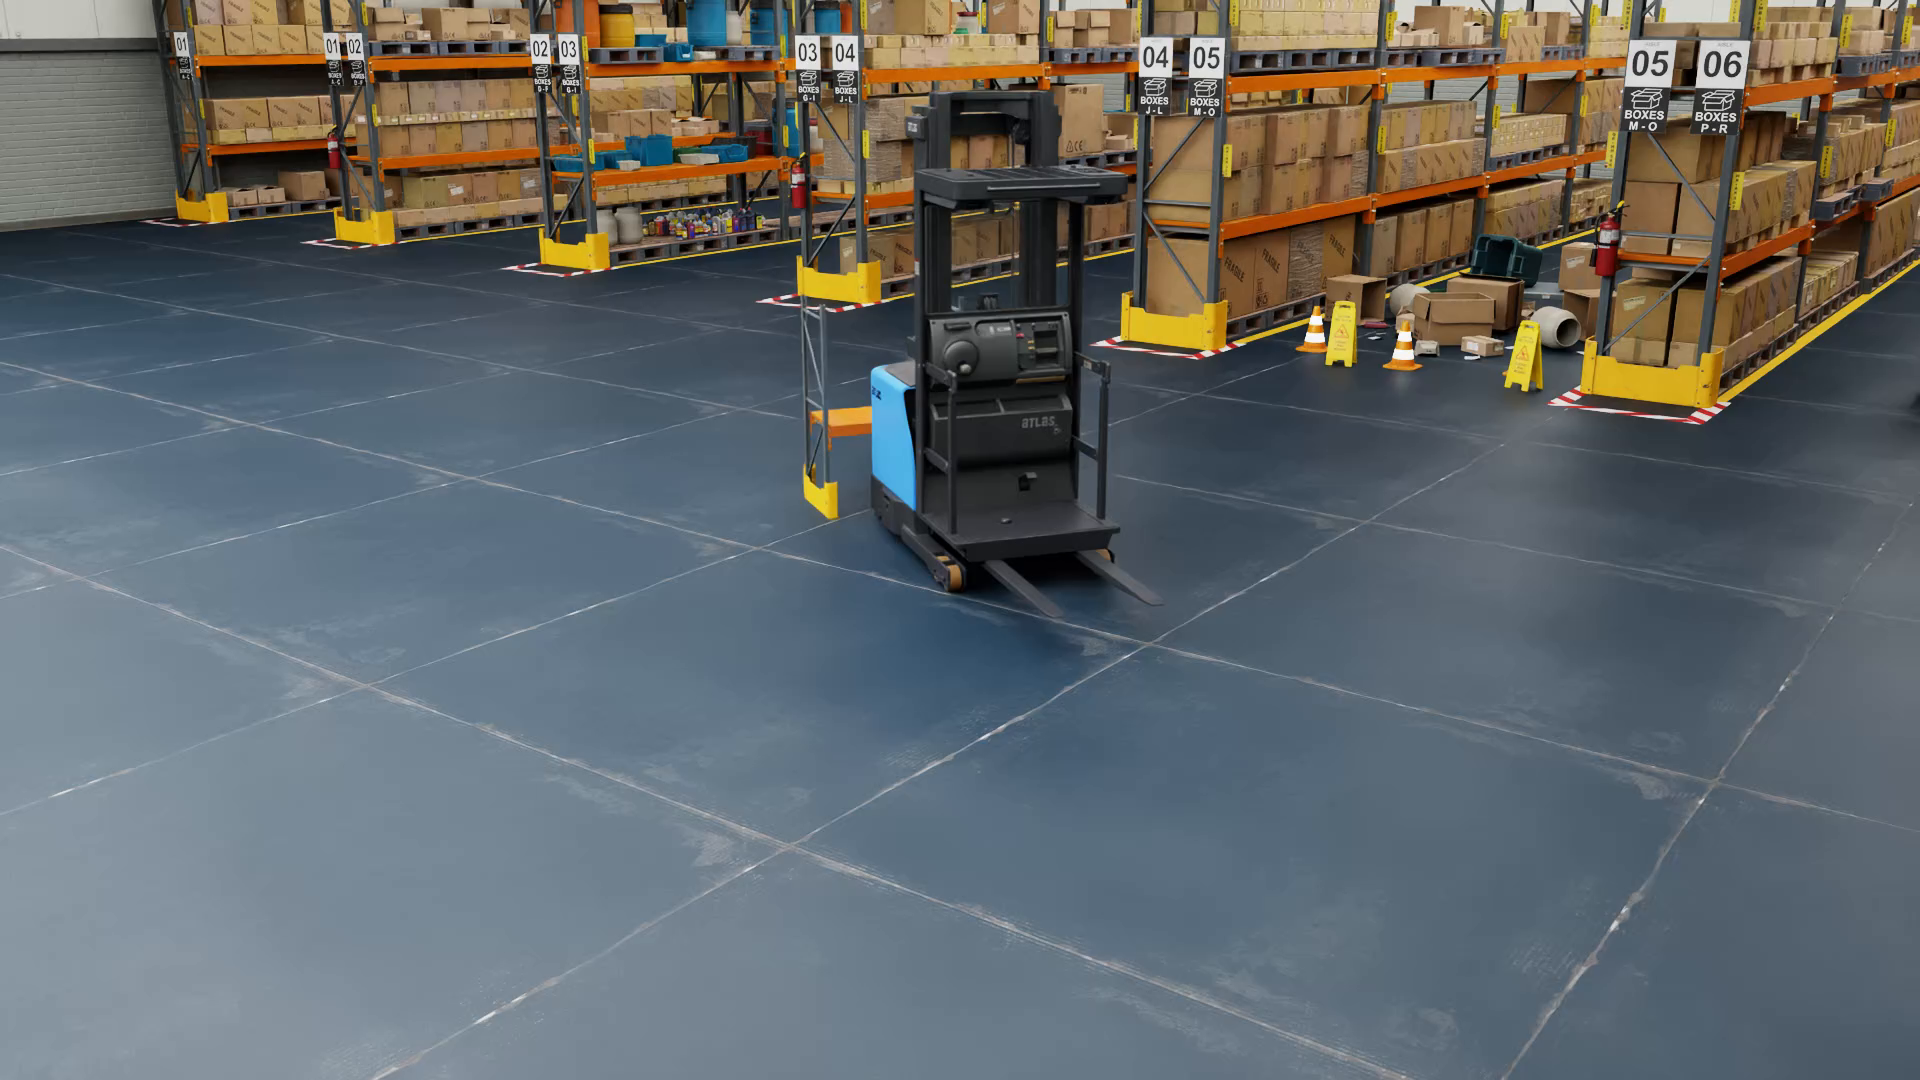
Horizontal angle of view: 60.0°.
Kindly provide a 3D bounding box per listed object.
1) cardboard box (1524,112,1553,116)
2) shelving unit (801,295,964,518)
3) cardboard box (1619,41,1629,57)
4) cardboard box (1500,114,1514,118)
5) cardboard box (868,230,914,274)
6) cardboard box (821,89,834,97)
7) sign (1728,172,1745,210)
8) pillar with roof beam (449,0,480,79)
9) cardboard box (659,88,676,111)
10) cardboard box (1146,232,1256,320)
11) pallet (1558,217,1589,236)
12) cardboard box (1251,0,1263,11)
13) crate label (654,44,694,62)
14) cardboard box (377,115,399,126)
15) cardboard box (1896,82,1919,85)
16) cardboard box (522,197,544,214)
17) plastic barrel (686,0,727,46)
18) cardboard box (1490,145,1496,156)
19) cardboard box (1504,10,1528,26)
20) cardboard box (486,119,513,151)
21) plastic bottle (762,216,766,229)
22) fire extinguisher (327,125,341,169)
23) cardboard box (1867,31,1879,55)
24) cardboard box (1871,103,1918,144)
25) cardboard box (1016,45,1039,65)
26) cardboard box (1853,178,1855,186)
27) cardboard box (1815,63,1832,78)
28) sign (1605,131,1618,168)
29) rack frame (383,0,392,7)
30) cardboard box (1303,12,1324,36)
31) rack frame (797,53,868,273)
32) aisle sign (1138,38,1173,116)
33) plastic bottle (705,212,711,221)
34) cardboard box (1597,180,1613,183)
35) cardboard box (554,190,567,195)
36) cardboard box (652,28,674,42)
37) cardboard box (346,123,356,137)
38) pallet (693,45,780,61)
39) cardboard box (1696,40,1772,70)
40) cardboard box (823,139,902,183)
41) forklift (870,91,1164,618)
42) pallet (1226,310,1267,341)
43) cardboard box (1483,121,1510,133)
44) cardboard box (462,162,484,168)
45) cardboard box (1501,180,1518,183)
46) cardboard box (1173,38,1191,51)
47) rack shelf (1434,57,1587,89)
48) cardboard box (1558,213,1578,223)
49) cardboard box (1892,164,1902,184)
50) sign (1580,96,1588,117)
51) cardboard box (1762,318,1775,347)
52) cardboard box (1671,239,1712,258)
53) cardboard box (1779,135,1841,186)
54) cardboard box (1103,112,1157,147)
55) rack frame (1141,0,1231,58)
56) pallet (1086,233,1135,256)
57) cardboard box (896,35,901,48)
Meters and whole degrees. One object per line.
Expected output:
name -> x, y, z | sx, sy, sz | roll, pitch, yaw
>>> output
cardboard box -> 9.550, -6.810, 27.445 | 0.500, 0.500, 0.500 | 12, 21, 35
shelving unit -> -0.544, -1.012, 11.972 | 1.083, 1.500, 0.587 | -7, 18, -21
cardboard box -> 10.908, -8.245, 27.931 | 0.500, 0.250, 0.500 | 14, 22, 37
cardboard box -> 8.569, -6.679, 26.406 | 0.380, 0.149, 0.250 | 13, 21, 35
cardboard box -> -0.870, -3.798, 21.924 | 0.500, 0.500, 0.500 | -13, 22, -36
cardboard box -> -2.850, -9.282, 35.199 | 0.700, 0.500, 0.500 | 5, 18, 16
sign -> 6.810, -3.064, 14.592 | 0.100, 0.325, 0.005 | 12, 21, 35
pillar with roof beam -> -6.764, -10.976, 31.416 | 9.100, 9.000, 0.400 | 12, 21, 35
cardboard box -> -6.737, -9.903, 37.372 | 0.500, 0.500, 0.500 | 13, 21, 35
cardboard box -> 2.690, -2.956, 18.579 | 0.875, 0.875, 0.875 | 13, 21, 35
pallet -> 9.861, -5.290, 27.921 | 1.003, 0.211, 1.213 | 12, 21, 35
cardboard box -> 2.944, -5.621, 17.432 | 0.380, 0.149, 0.250 | 13, 21, 35
crate label -> -4.181, -7.122, 24.312 | 0.502, 0.251, 0.408 | 12, 21, 35
cardboard box -> -9.131, -6.662, 26.376 | 0.380, 0.149, 0.250 | 12, 21, 34
cardboard box -> 14.872, -7.102, 26.108 | 0.380, 0.149, 0.250 | 13, 21, 35
cardboard box -> -7.561, -5.823, 28.864 | 0.500, 0.250, 0.500 | 12, 21, 35
plastic barrel -> -3.858, -7.980, 25.271 | 0.600, 0.901, 0.708 | 12, 21, 35
cardboard box -> 7.534, -5.654, 24.108 | 0.380, 0.149, 0.250 | 12, 21, 34
cardboard box -> 7.996, -7.586, 24.098 | 0.396, 0.266, 0.258 | 12, 21, 35
cardboard box -> -8.025, -6.897, 28.227 | 0.700, 0.500, 0.500 | 13, 21, 35
plastic bottle -> -3.145, -5.058, 26.449 | 0.097, 0.201, 0.097 | 0, 17, 0
fire extinguisher -> -9.981, -6.266, 26.493 | 0.296, 0.674, 0.183 | 12, 21, 35
cardboard box -> 9.729, -5.450, 18.222 | 0.500, 0.250, 0.500 | 12, 21, 34
cardboard box -> 12.543, -5.611, 22.400 | 0.500, 0.500, 0.500 | 13, 21, 36
cardboard box -> 0.737, -6.656, 22.816 | 0.500, 0.250, 0.500 | 13, 22, 37
cardboard box -> 10.275, -4.230, 19.521 | 0.380, 0.149, 0.250 | 12, 21, 33
cardboard box -> 8.815, -4.882, 17.274 | 0.380, 0.149, 0.250 | 13, 21, 35
sign -> 5.941, -3.553, 15.142 | 0.100, 0.325, 0.005 | 12, 21, 35
rack frame -> -11.135, -10.941, 31.302 | 1.000, 3.000, 0.127 | 12, 21, 35
cardboard box -> 3.734, -5.778, 18.611 | 0.500, 0.250, 0.500 | 12, 21, 34
rack frame -> -1.584, -4.497, 20.668 | 1.000, 3.000, 0.127 | 12, 21, 35
aisle sign -> 2.056, -4.875, 17.499 | 0.394, 0.787, 0.004 | 12, 21, 35
plastic bottle -> -3.982, -5.058, 26.331 | 0.097, 0.271, 0.097 | 0, 17, 0
cardboard box -> 11.565, -6.310, 29.602 | 0.380, 0.149, 0.250 | 13, 21, 36
cardboard box -> -7.140, -6.239, 30.205 | 0.500, 0.250, 0.500 | 12, 21, 34
cardboard box -> -5.644, -9.335, 30.735 | 0.500, 0.250, 0.500 | 12, 21, 34
cardboard box -> -11.477, -7.730, 31.298 | 0.500, 0.250, 0.500 | 13, 21, 35
pallet -> -3.530, -7.479, 25.529 | 1.213, 0.211, 1.003 | 12, 21, 35
cardboard box -> 6.888, -4.322, 14.797 | 0.500, 0.250, 0.500 | 12, 21, 34
cardboard box -> -1.234, -4.813, 21.016 | 0.875, 0.500, 0.500 | 12, 21, 35
forklift -> 0.332, -1.218, 10.225 | 1.130, 2.935, 3.031 | -6, 18, -18
pallet -> 2.753, -2.469, 18.840 | 1.003, 0.211, 1.213 | 12, 21, 35
cardboard box -> 7.844, -6.065, 24.429 | 0.380, 0.149, 0.250 | 12, 21, 34
cardboard box -> -10.106, -7.517, 33.865 | 0.700, 0.500, 0.500 | 13, 21, 35
cardboard box -> 8.521, -5.563, 26.343 | 0.500, 0.250, 0.500 | 13, 22, 36
cardboard box -> 2.265, -5.297, 17.732 | 0.380, 0.149, 0.250 | 12, 21, 35
rack shelf -> 8.297, -7.068, 25.100 | 1.077, 0.370, 4.000 | 12, 21, 35
cardboard box -> 9.964, -5.324, 27.429 | 0.380, 0.149, 0.250 | 11, 21, 32
cardboard box -> 12.244, -4.901, 22.223 | 0.500, 0.250, 0.500 | 13, 22, 36
sign -> 9.937, -6.911, 26.488 | 0.100, 0.325, 0.005 | 12, 21, 35
cardboard box -> 8.006, -2.149, 17.035 | 0.500, 0.250, 0.500 | 13, 21, 36
cardboard box -> 6.743, -2.671, 15.209 | 0.380, 0.149, 0.250 | 13, 21, 35
cardboard box -> 9.268, -4.150, 18.172 | 0.500, 0.500, 0.500 | 13, 22, 36
cardboard box -> 2.641, -6.365, 25.805 | 0.500, 0.500, 0.700 | -16, 24, -42
rack frame -> 2.339, -6.462, 16.879 | 1.000, 3.000, 0.127 | 12, 21, 35
pallet -> 1.988, -4.596, 25.688 | 1.003, 0.211, 1.213 | 12, 21, 35
cardboard box -> -0.951, -6.200, 20.674 | 0.380, 0.149, 0.250 | 12, 21, 34
